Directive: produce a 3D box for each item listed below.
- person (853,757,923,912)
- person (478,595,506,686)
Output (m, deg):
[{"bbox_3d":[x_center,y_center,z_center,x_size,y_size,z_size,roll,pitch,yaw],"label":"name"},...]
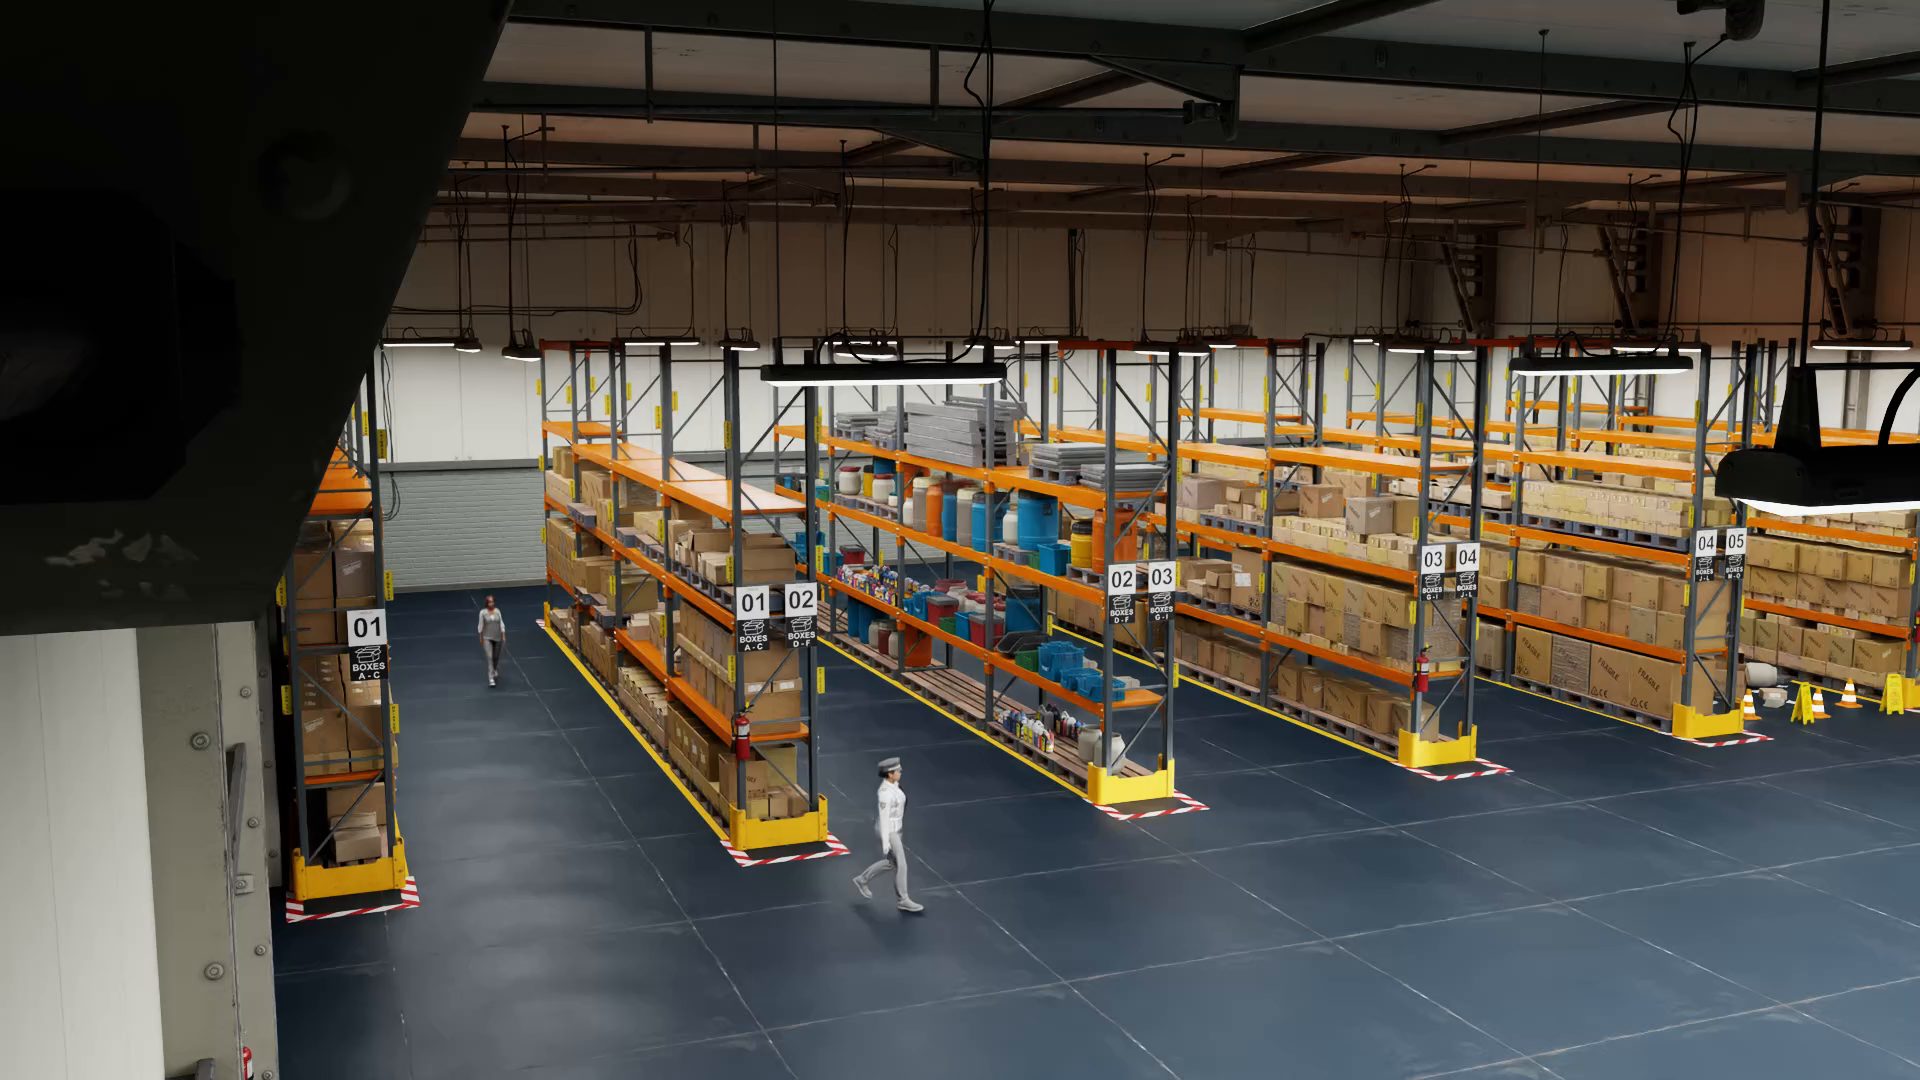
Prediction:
[{"bbox_3d":[-0.777,3.161,18.047,0.802,1.650,0.531,1,8,9],"label":"person"},{"bbox_3d":[-8.254,1.738,29.313,0.447,1.539,0.972,-3,8,-23],"label":"person"}]
